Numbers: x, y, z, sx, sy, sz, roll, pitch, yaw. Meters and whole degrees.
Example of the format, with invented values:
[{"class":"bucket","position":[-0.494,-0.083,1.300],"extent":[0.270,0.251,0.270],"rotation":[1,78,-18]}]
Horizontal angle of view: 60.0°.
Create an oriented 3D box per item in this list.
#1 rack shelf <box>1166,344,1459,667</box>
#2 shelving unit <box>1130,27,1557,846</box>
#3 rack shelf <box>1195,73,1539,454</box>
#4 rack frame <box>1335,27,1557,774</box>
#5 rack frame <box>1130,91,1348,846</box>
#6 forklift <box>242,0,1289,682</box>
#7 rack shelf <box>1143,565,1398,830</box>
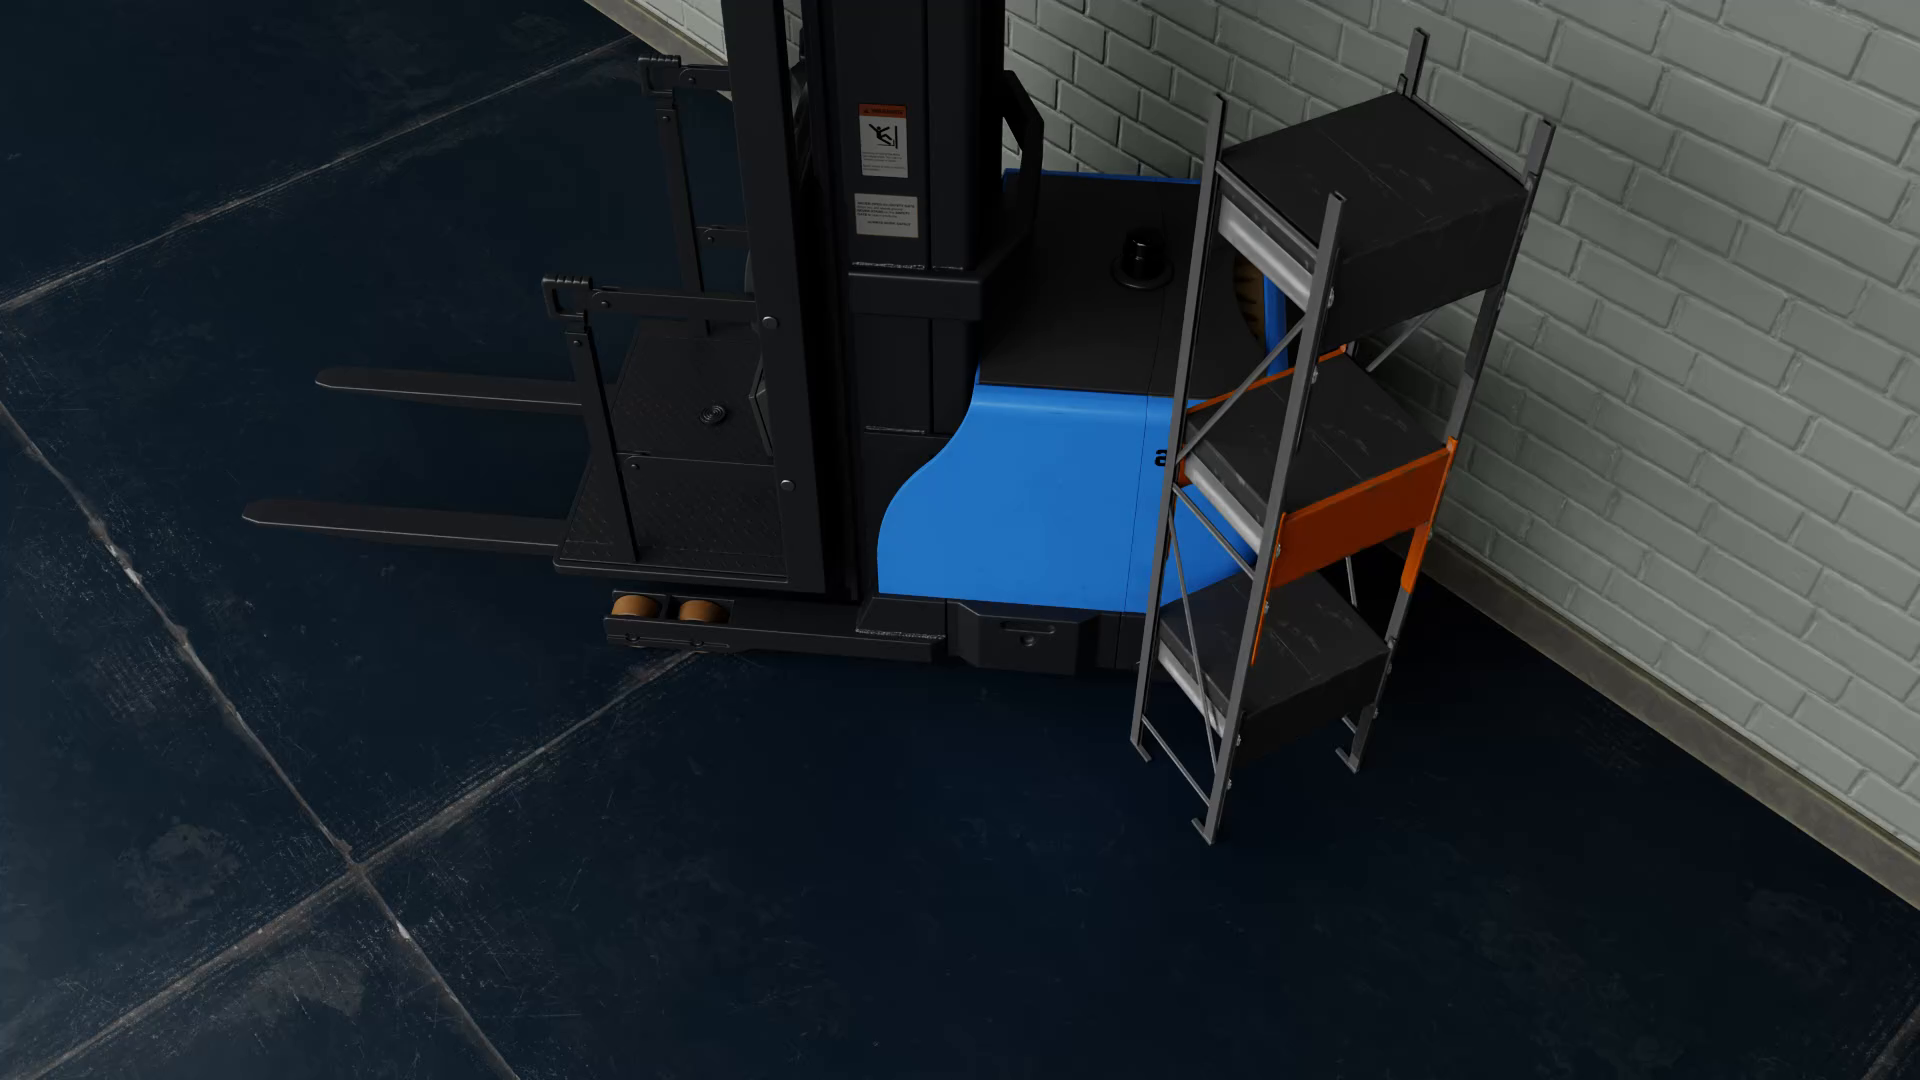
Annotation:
[{"class":"rack shelf","position":[0.800,-0.094,3.926],"extent":[0.480,0.518,0.431],"rotation":[-22,51,-19]},{"class":"shelving unit","position":[0.800,-0.103,3.916],"extent":[0.503,2.100,0.431],"rotation":[-22,51,-19]},{"class":"rack shelf","position":[0.800,-0.569,3.412],"extent":[0.480,0.518,0.431],"rotation":[-22,51,-19]},{"class":"rack frame","position":[1.014,-0.189,3.996],"extent":[0.015,2.100,0.400],"rotation":[-22,51,-19]},{"class":"rack frame","position":[0.585,-0.017,3.837],"extent":[0.015,2.100,0.400],"rotation":[-22,51,-19]},{"class":"forklift","position":[-0.627,-1.041,4.217],"extent":[3.031,2.935,1.130],"rotation":[4,47,4]},{"class":"rack shelf","position":[0.799,0.381,4.441],"extent":[0.480,0.518,0.431],"rotation":[-22,51,-19]}]
